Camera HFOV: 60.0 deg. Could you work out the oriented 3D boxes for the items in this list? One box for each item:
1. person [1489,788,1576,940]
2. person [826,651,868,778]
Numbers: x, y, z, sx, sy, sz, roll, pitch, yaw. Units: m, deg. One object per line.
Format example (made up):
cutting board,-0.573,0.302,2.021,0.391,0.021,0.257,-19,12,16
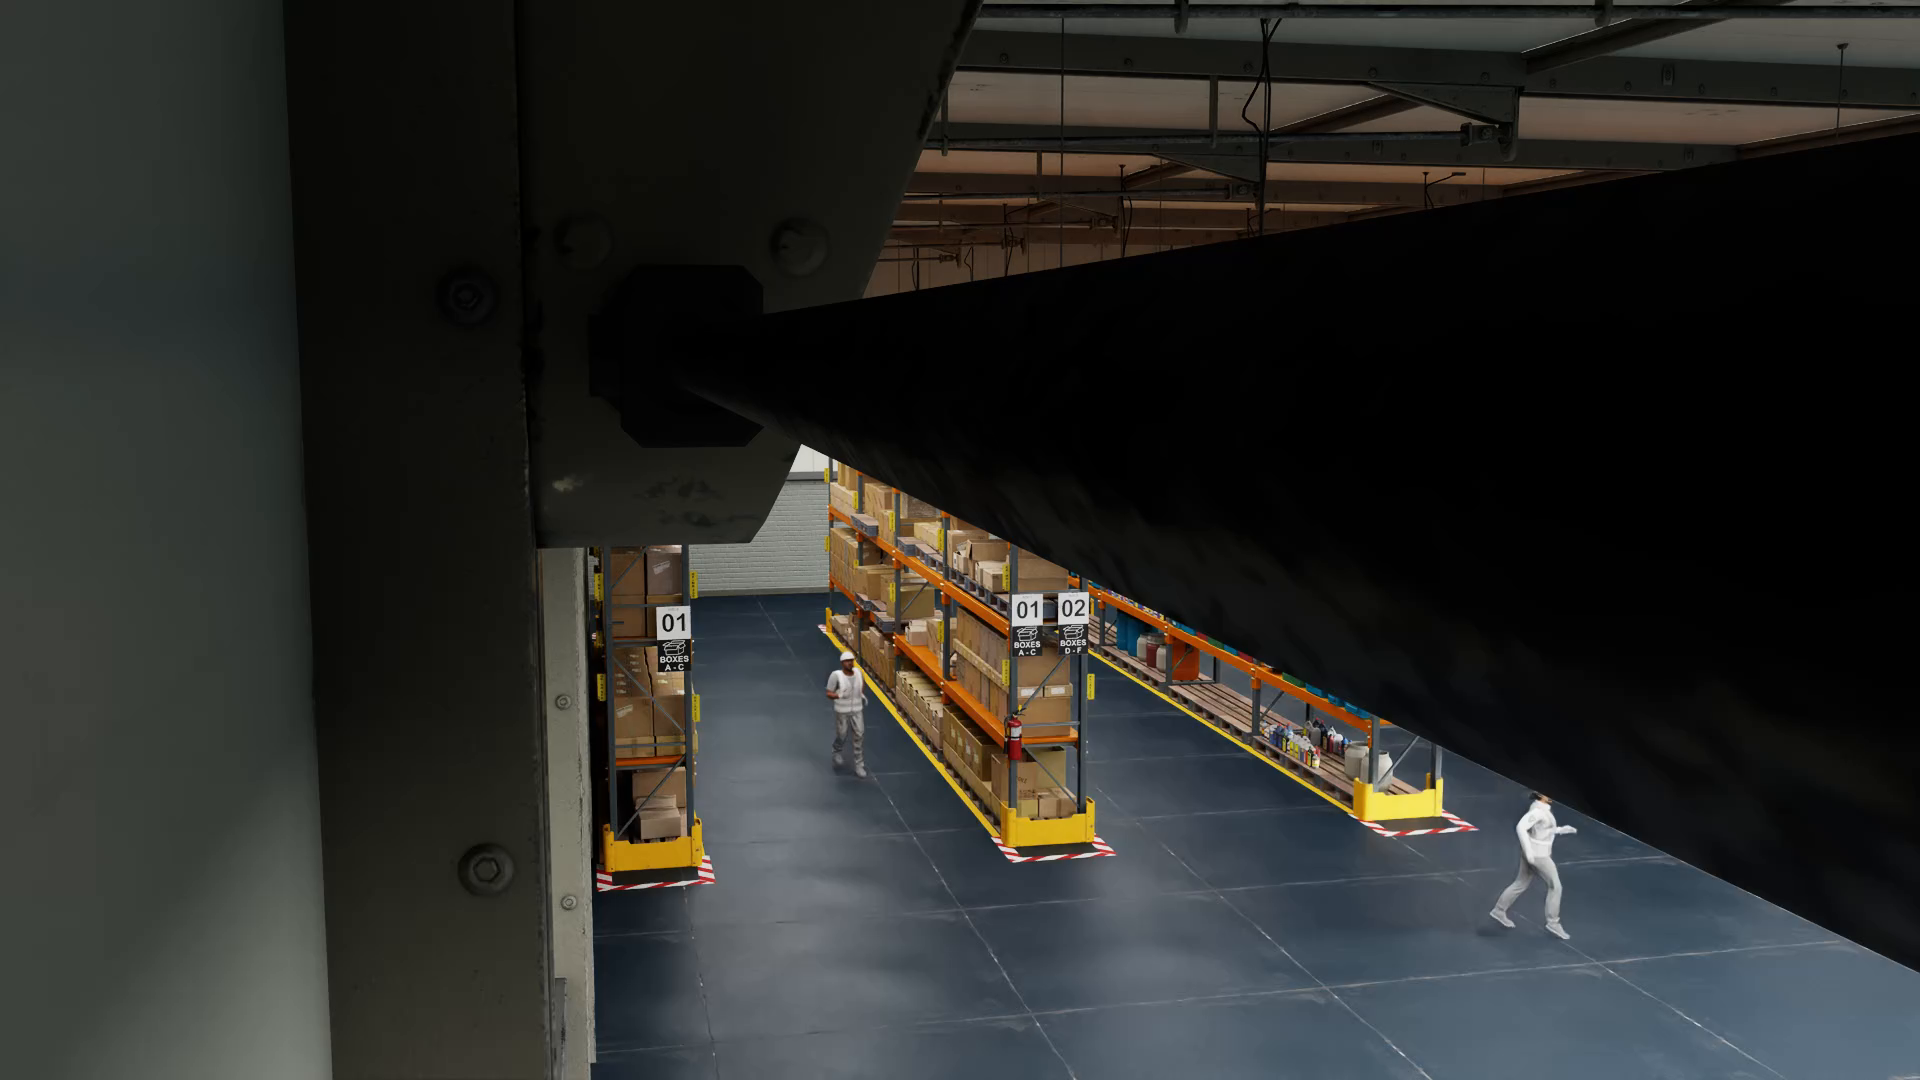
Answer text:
person,6.123,3.385,17.735,0.842,1.738,0.580,1,7,9
person,-1.638,2.519,24.418,0.675,1.786,0.967,-3,7,-23
